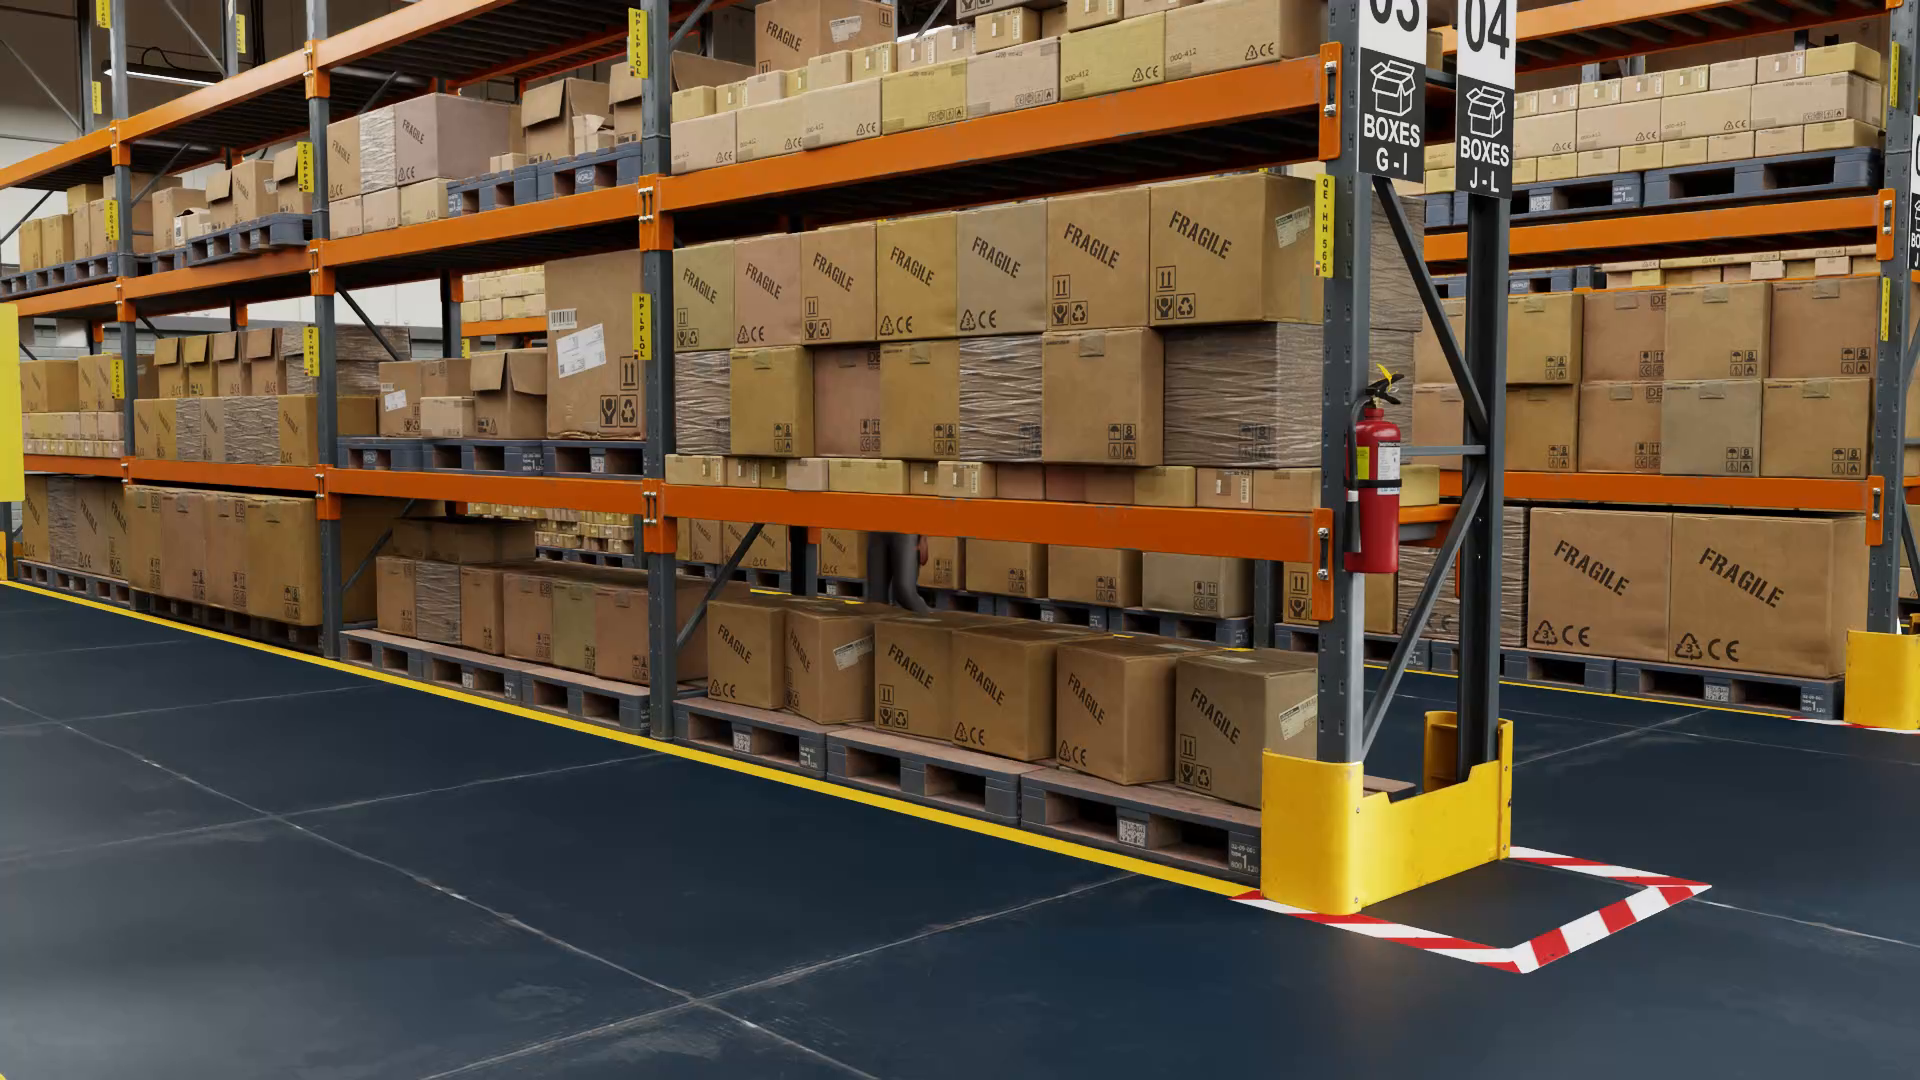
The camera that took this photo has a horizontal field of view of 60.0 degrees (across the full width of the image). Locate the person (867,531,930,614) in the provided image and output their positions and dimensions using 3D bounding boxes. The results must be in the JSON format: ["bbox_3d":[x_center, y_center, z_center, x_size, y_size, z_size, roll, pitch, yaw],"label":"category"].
[{"bbox_3d":[-0.439,0.016,10.643,0.488,1.638,0.608,3,5,35],"label":"person"}]
